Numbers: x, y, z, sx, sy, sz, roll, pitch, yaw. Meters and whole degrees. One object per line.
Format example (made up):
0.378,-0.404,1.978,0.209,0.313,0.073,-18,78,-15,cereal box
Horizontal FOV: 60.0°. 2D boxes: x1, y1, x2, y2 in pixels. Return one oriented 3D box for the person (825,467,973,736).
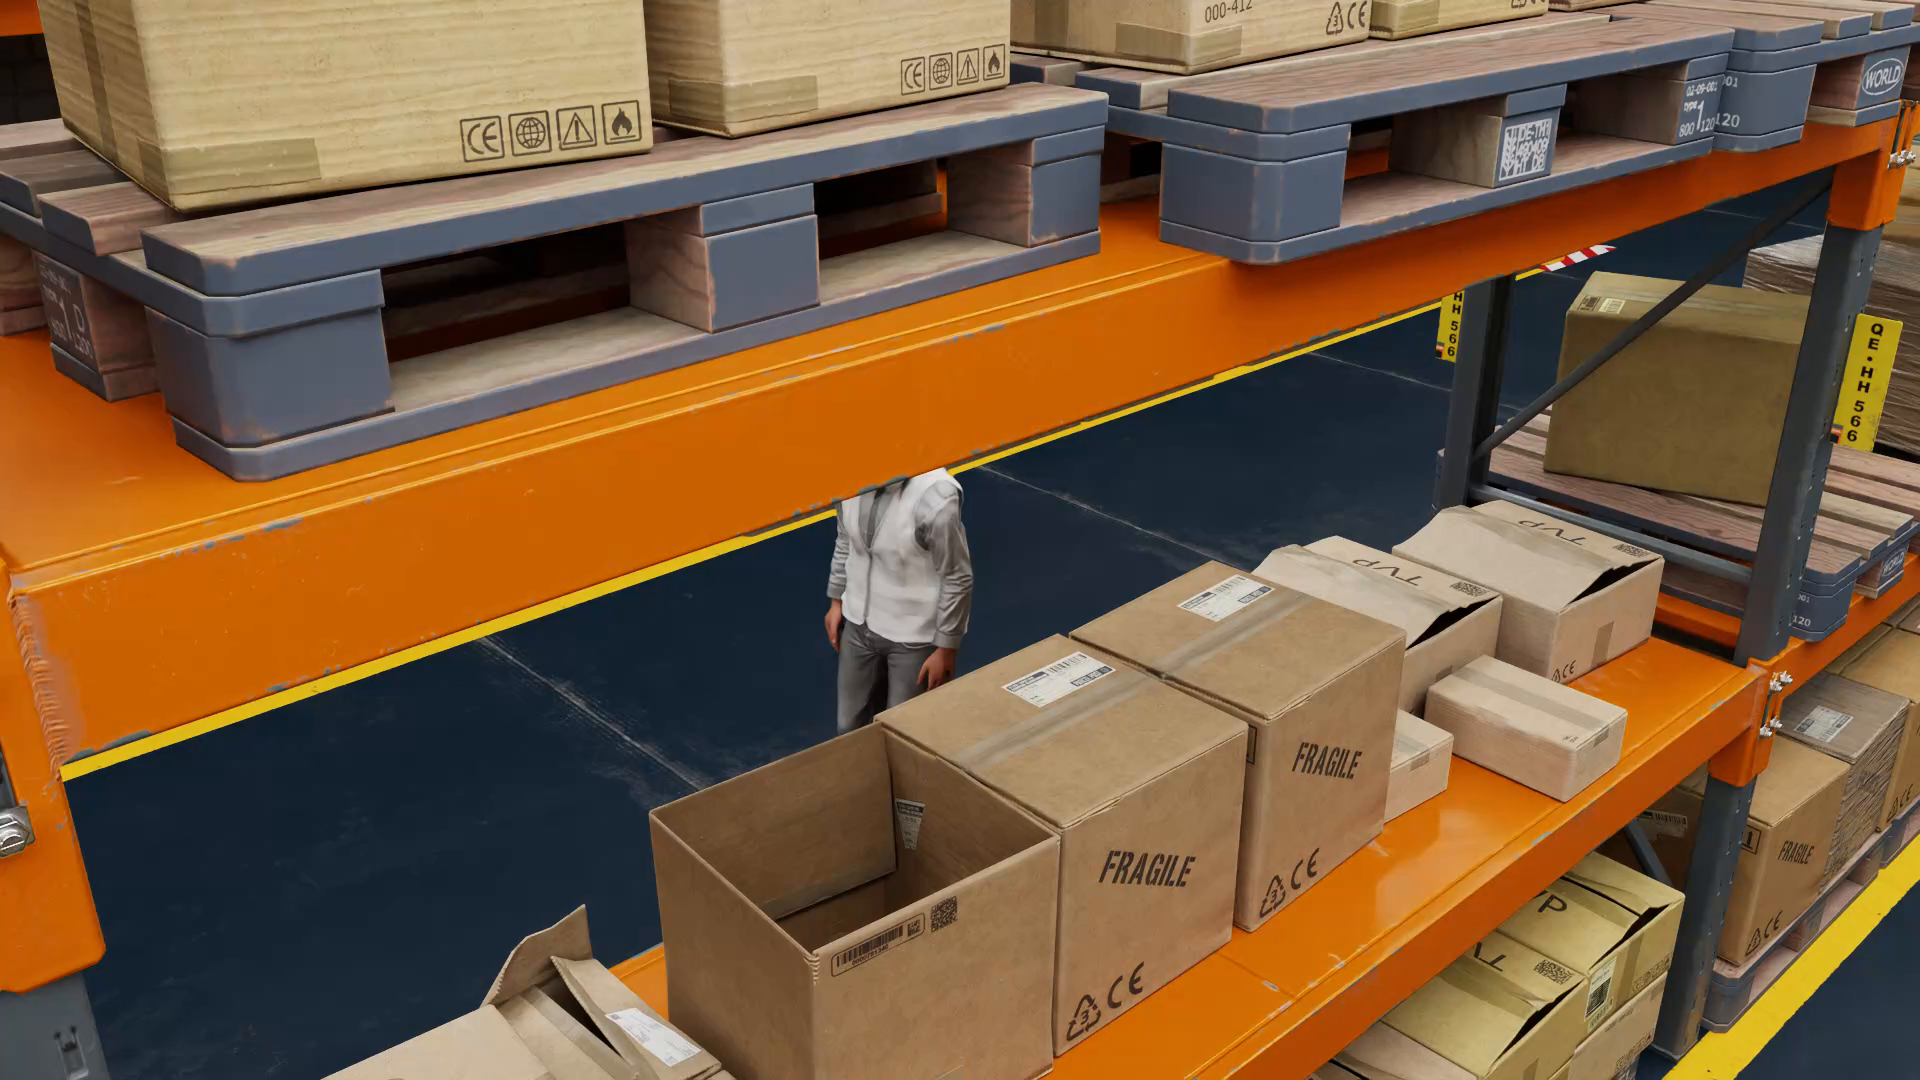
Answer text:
-0.215,0.288,5.434,0.576,1.767,0.464,22,32,40,person
